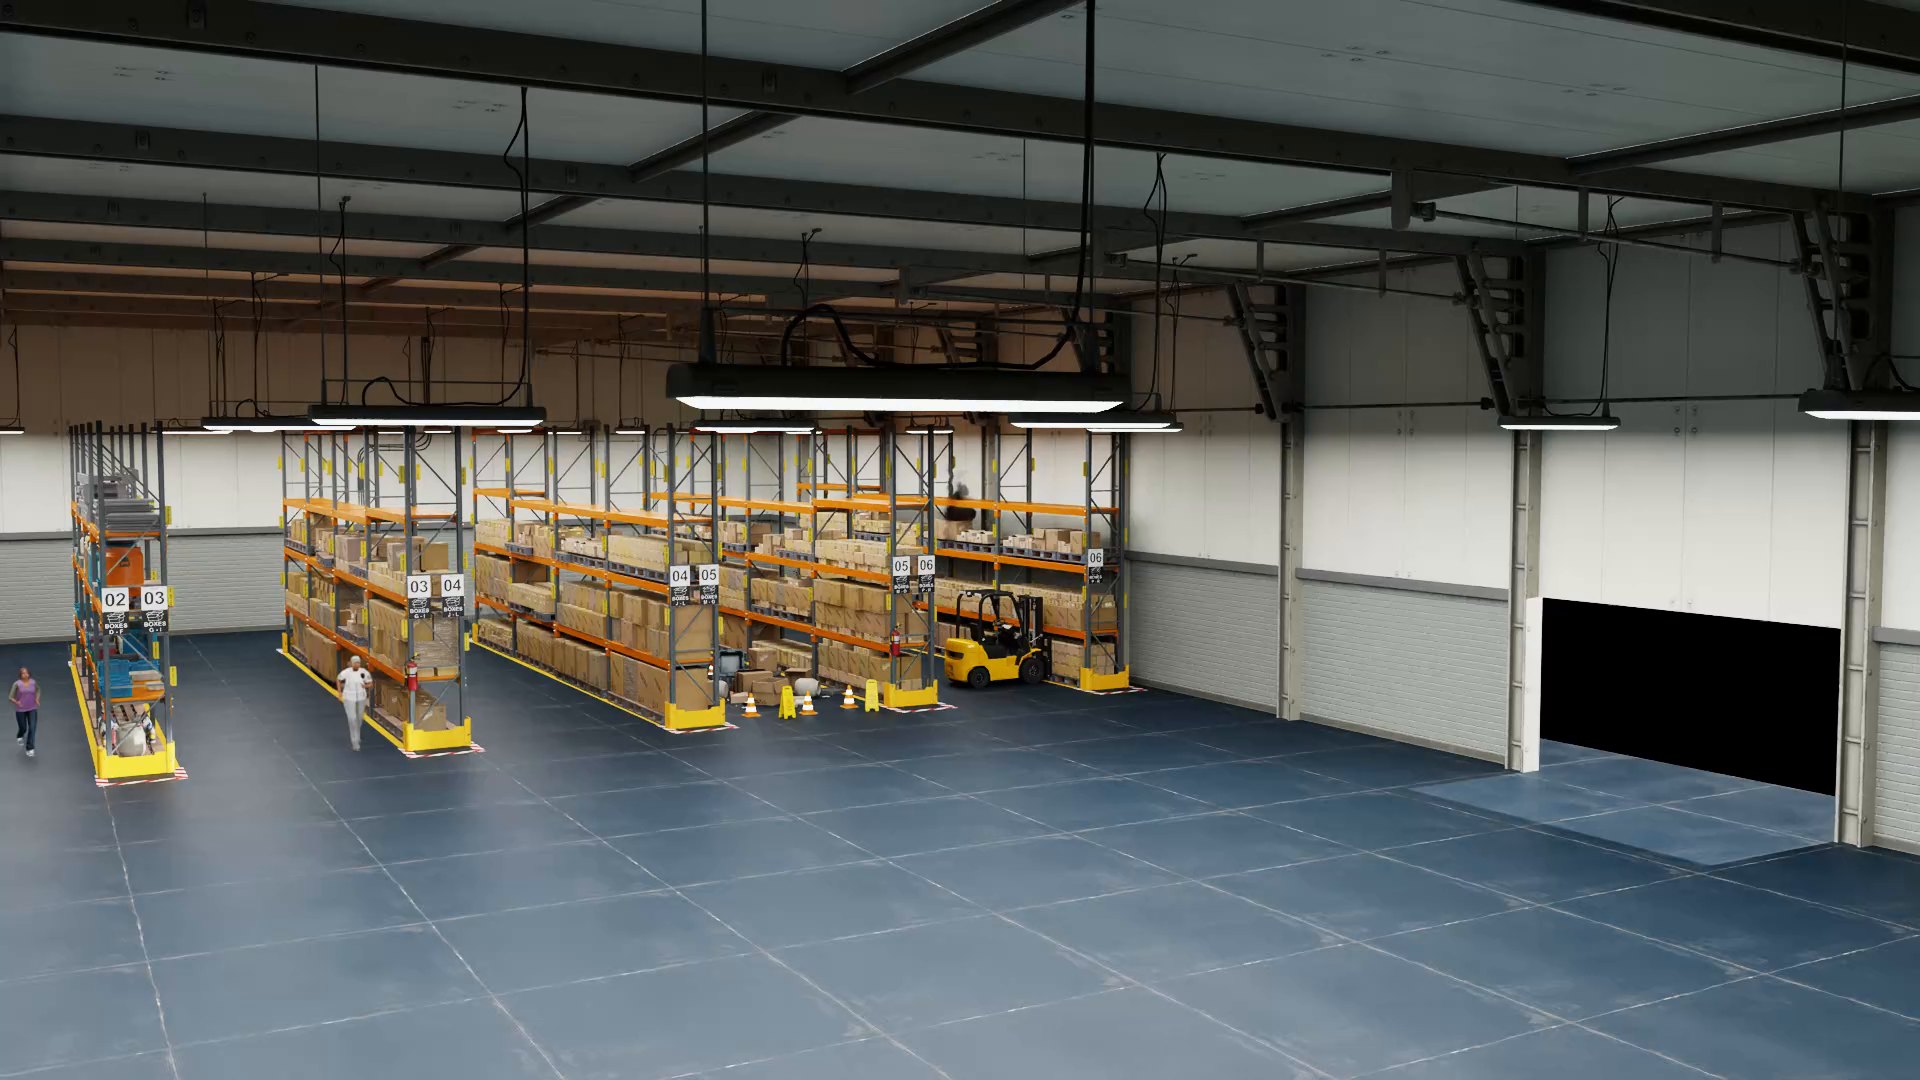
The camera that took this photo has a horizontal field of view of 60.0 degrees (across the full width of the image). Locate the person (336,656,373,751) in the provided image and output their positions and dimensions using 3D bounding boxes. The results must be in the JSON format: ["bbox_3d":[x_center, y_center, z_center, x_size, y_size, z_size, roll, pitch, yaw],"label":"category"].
[{"bbox_3d":[-11.179,2.981,30.756,0.580,1.711,0.838,-2,4,-34],"label":"person"}]

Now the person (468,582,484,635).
[{"bbox_3d":[-13.899,1.909,47.938,0.710,1.725,0.709,-2,4,-25],"label":"person"}]

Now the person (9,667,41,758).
[{"bbox_3d":[-16.853,3.085,30.000,0.538,1.596,0.812,-3,5,-41],"label":"person"}]
